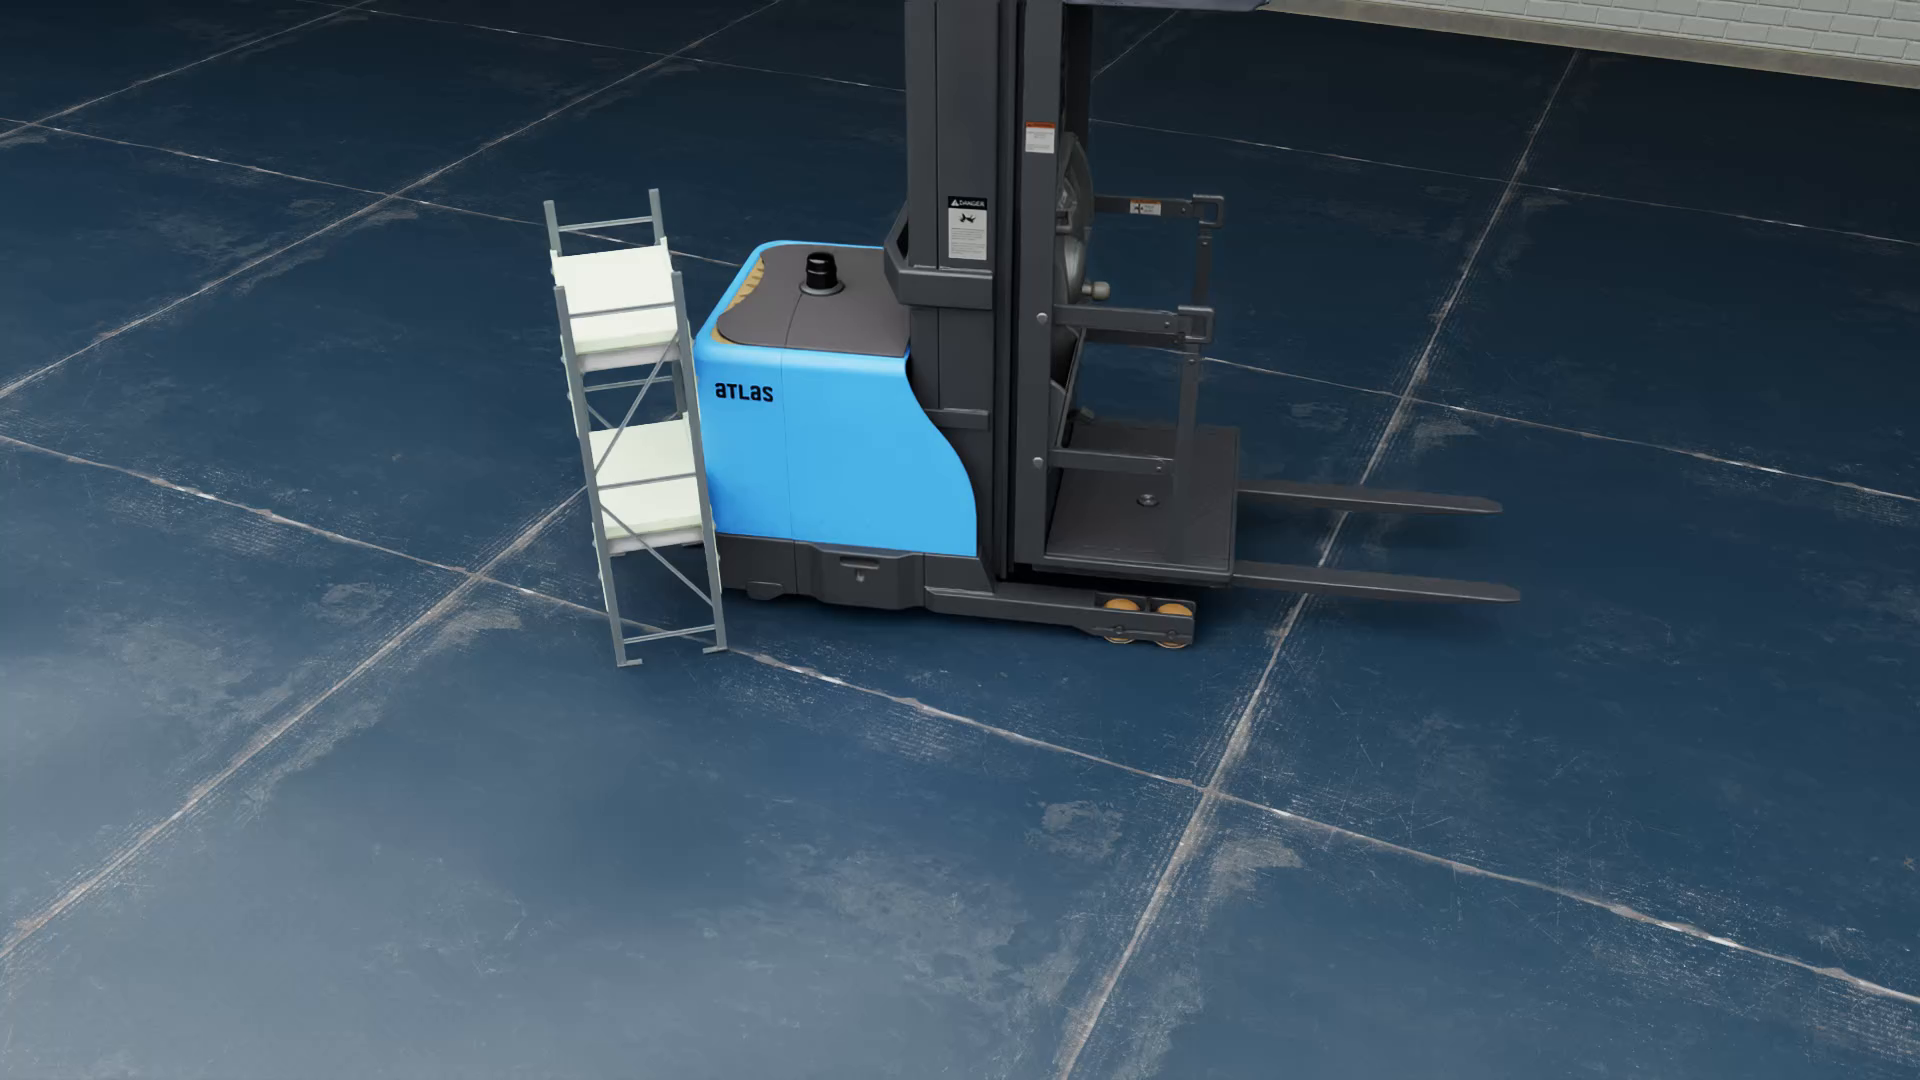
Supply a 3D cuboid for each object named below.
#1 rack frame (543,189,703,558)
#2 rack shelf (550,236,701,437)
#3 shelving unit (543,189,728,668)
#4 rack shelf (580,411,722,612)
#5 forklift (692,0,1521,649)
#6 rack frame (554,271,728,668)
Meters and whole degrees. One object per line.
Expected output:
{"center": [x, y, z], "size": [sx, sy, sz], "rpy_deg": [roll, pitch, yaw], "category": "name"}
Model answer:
{"center": [-1.248, -0.586, 6.267], "size": [0.400, 1.500, 0.023], "rpy_deg": [-9, 34, -11], "category": "rack frame"}
{"center": [-1.165, -0.717, 5.755], "size": [0.431, 0.370, 0.720], "rpy_deg": [-9, 34, -11], "category": "rack shelf"}
{"center": [-1.157, -0.392, 5.971], "size": [0.431, 1.500, 0.755], "rpy_deg": [-9, 34, -11], "category": "shelving unit"}
{"center": [-1.151, -0.120, 6.151], "size": [0.431, 0.370, 0.720], "rpy_deg": [-9, 34, -11], "category": "rack shelf"}
{"center": [0.590, -1.139, 5.814], "size": [3.031, 2.935, 1.130], "rpy_deg": [5, 34, 8], "category": "forklift"}
{"center": [-1.067, -0.197, 5.674], "size": [0.400, 1.500, 0.023], "rpy_deg": [-9, 34, -11], "category": "rack frame"}
